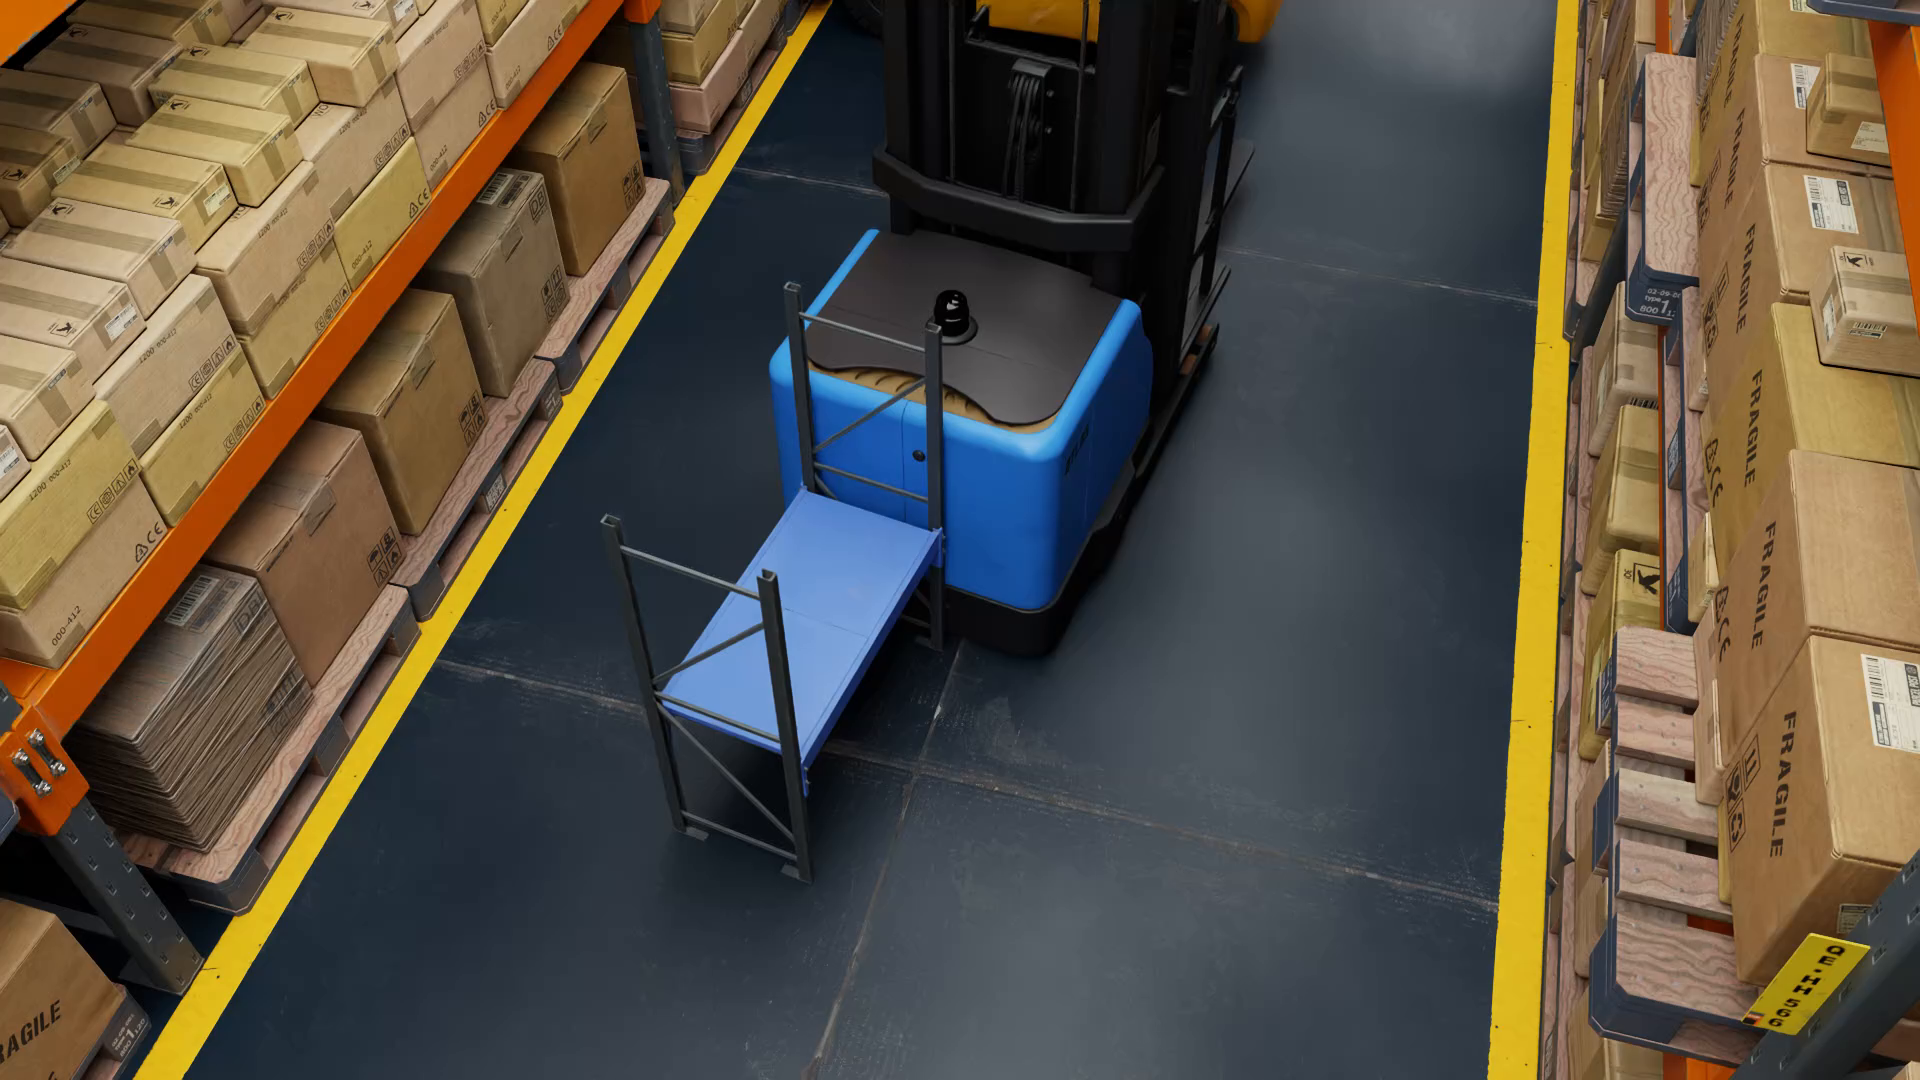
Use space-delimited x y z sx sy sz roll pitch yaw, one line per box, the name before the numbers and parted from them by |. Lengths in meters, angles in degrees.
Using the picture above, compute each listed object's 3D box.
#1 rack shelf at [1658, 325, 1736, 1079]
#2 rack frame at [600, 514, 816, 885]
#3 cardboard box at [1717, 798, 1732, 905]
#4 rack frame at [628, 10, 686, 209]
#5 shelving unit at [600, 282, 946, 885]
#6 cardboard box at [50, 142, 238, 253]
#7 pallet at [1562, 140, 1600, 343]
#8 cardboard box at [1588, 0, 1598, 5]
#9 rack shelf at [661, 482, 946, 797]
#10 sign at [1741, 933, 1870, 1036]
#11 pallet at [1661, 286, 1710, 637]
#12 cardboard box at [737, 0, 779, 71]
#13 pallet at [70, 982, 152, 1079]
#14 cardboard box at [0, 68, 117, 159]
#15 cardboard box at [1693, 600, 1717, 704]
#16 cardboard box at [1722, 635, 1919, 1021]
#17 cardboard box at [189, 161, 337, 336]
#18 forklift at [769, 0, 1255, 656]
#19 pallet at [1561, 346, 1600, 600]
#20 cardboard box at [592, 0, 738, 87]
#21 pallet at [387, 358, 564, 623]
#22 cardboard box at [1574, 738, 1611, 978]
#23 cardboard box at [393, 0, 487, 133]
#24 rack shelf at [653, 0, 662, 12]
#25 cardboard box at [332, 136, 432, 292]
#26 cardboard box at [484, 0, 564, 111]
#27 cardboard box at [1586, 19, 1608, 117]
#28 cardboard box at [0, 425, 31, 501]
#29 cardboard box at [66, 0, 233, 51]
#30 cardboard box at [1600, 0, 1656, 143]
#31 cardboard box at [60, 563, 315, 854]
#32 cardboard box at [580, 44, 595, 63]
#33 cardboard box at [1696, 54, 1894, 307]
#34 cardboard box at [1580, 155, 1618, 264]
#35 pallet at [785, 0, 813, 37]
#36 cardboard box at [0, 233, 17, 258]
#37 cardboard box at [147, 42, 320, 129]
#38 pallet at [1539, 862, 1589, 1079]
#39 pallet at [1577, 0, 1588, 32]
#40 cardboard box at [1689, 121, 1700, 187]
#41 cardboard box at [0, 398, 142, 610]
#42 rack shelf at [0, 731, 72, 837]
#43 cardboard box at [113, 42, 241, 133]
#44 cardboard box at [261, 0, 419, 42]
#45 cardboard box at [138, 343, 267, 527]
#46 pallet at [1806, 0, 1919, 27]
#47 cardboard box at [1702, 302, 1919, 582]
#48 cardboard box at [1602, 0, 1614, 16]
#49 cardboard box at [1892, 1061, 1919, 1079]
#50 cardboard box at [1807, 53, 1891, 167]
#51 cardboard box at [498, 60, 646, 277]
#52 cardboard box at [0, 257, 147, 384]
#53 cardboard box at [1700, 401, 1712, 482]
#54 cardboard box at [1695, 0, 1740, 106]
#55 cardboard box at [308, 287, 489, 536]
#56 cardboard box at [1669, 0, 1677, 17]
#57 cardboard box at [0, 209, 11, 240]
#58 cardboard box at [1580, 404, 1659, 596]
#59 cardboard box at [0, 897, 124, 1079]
rack shelf | 2.502 0.015 4.716 1.077 0.370 4.000 12 50 10
rack frame | -0.694 0.515 4.795 0.500 1.500 0.032 18 51 15
cardboard box | 1.835 0.676 3.540 0.380 0.149 0.250 12 50 11
rack frame | -1.762 -2.646 6.585 1.000 3.000 0.127 12 50 10
shelving unit | -0.490 0.165 5.104 0.538 1.500 1.048 18 51 15
cardboard box | -2.241 -0.937 4.577 0.380 0.149 0.250 12 50 10
pallet | 3.171 -1.239 7.203 1.003 0.211 1.213 12 50 10
cardboard box | 3.460 -2.895 8.358 0.500 0.250 0.500 13 50 11
rack shelf | -0.490 0.285 5.238 0.538 0.185 1.000 18 51 15
sign | 1.449 0.767 2.853 0.100 0.325 0.005 12 50 10
pallet | 2.457 -0.153 4.512 1.003 0.211 1.213 12 50 10
cardboard box | -1.196 -2.530 8.036 0.500 0.250 0.500 11 49 9
pallet | -3.047 1.702 4.607 1.003 0.211 1.213 12 50 10
cardboard box | -2.710 -1.224 4.831 0.380 0.149 0.250 11 49 9
cardboard box | 1.932 0.305 3.868 0.380 0.149 0.250 9 49 8
cardboard box | 1.827 0.570 3.201 0.500 0.500 0.500 10 49 9
cardboard box | -2.174 -0.878 4.791 0.500 0.250 0.500 10 49 9
forklift | 0.420 -1.690 5.787 1.130 2.935 3.031 18 51 15
pallet | 2.825 -0.183 6.271 1.003 0.211 1.213 12 50 10
cardboard box | -1.337 -2.330 7.526 0.500 0.250 0.500 11 50 10
pallet | -2.237 -0.298 6.372 1.003 0.211 1.213 12 50 10
cardboard box | 2.320 1.012 4.828 0.950 0.372 0.625 11 49 9
cardboard box | -1.913 -1.614 5.441 0.500 0.250 0.500 12 50 11
rack shelf | -1.235 -3.855 8.131 1.077 0.370 4.000 12 50 10
cardboard box | -2.058 -1.088 5.309 0.500 0.250 0.500 13 50 11
cardboard box | -1.769 -1.816 5.952 0.500 0.250 0.500 11 50 10
cardboard box | 3.193 -2.133 7.686 0.500 0.250 0.500 12 50 11
cardboard box | -2.446 -0.173 3.903 0.380 0.149 0.250 13 50 11
cardboard box | -2.507 -1.588 5.152 0.380 0.149 0.250 12 50 10
cardboard box | 3.057 -1.996 7.064 0.500 0.500 0.500 12 50 11
cardboard box | -2.637 0.445 5.160 0.875 0.625 0.625 13 50 11
cardboard box | -1.831 -2.433 7.617 0.500 0.250 0.500 11 49 9
cardboard box | 2.353 -0.940 4.534 0.500 0.500 0.500 11 50 10
cardboard box | 2.924 -1.379 7.020 0.500 0.250 0.500 14 50 12
pallet | -1.193 -3.176 8.912 1.003 0.211 1.213 12 50 10
cardboard box | -2.831 -0.619 4.562 0.500 0.250 0.500 12 50 10
cardboard box | -2.142 -1.316 4.911 0.380 0.149 0.250 12 50 10
pallet | 2.182 1.582 4.713 1.003 0.211 1.213 12 50 10
pallet | 3.813 -3.004 8.761 1.003 0.211 1.213 12 50 10
cardboard box | 2.504 -1.209 5.204 0.380 0.149 0.250 12 50 11
cardboard box | -2.438 -0.137 4.136 0.500 0.250 0.500 12 50 10
rack shelf | -3.341 1.932 3.024 1.077 0.370 4.000 12 50 10
cardboard box | -2.557 -1.343 5.201 0.500 0.250 0.500 11 49 9
cardboard box | -1.945 -1.673 5.227 0.380 0.149 0.250 12 50 10
cardboard box | -2.325 -0.339 4.648 0.500 0.250 0.500 11 49 9
pallet | 2.493 -1.424 3.630 1.213 0.211 1.003 12 50 10
cardboard box | 2.084 -0.172 3.856 0.500 0.500 0.500 9 49 7
cardboard box | 3.323 -2.753 7.733 0.500 0.500 0.500 12 50 11
cardboard box | 1.610 1.168 2.485 0.500 0.500 0.500 10 49 9
cardboard box | 2.376 -1.078 4.223 0.380 0.149 0.250 14 50 12
cardboard box | -1.888 -1.620 6.983 0.875 0.625 0.625 14 50 12
cardboard box | -2.334 -0.557 4.242 0.380 0.149 0.250 13 50 11
cardboard box | 2.166 -0.252 4.359 0.380 0.149 0.250 10 49 9
cardboard box | 2.628 -1.657 5.167 0.500 0.500 0.500 13 50 11
cardboard box | -2.296 -0.516 6.008 0.875 0.625 0.625 10 49 8
cardboard box | 2.878 -2.061 6.236 0.380 0.149 0.250 13 50 11
cardboard box | -2.839 -0.854 4.504 0.380 0.149 0.250 11 49 9
cardboard box | 2.706 -0.038 5.756 0.950 0.372 0.625 14 50 12
cardboard box | -2.718 1.284 4.504 0.500 0.500 0.500 13 50 11
